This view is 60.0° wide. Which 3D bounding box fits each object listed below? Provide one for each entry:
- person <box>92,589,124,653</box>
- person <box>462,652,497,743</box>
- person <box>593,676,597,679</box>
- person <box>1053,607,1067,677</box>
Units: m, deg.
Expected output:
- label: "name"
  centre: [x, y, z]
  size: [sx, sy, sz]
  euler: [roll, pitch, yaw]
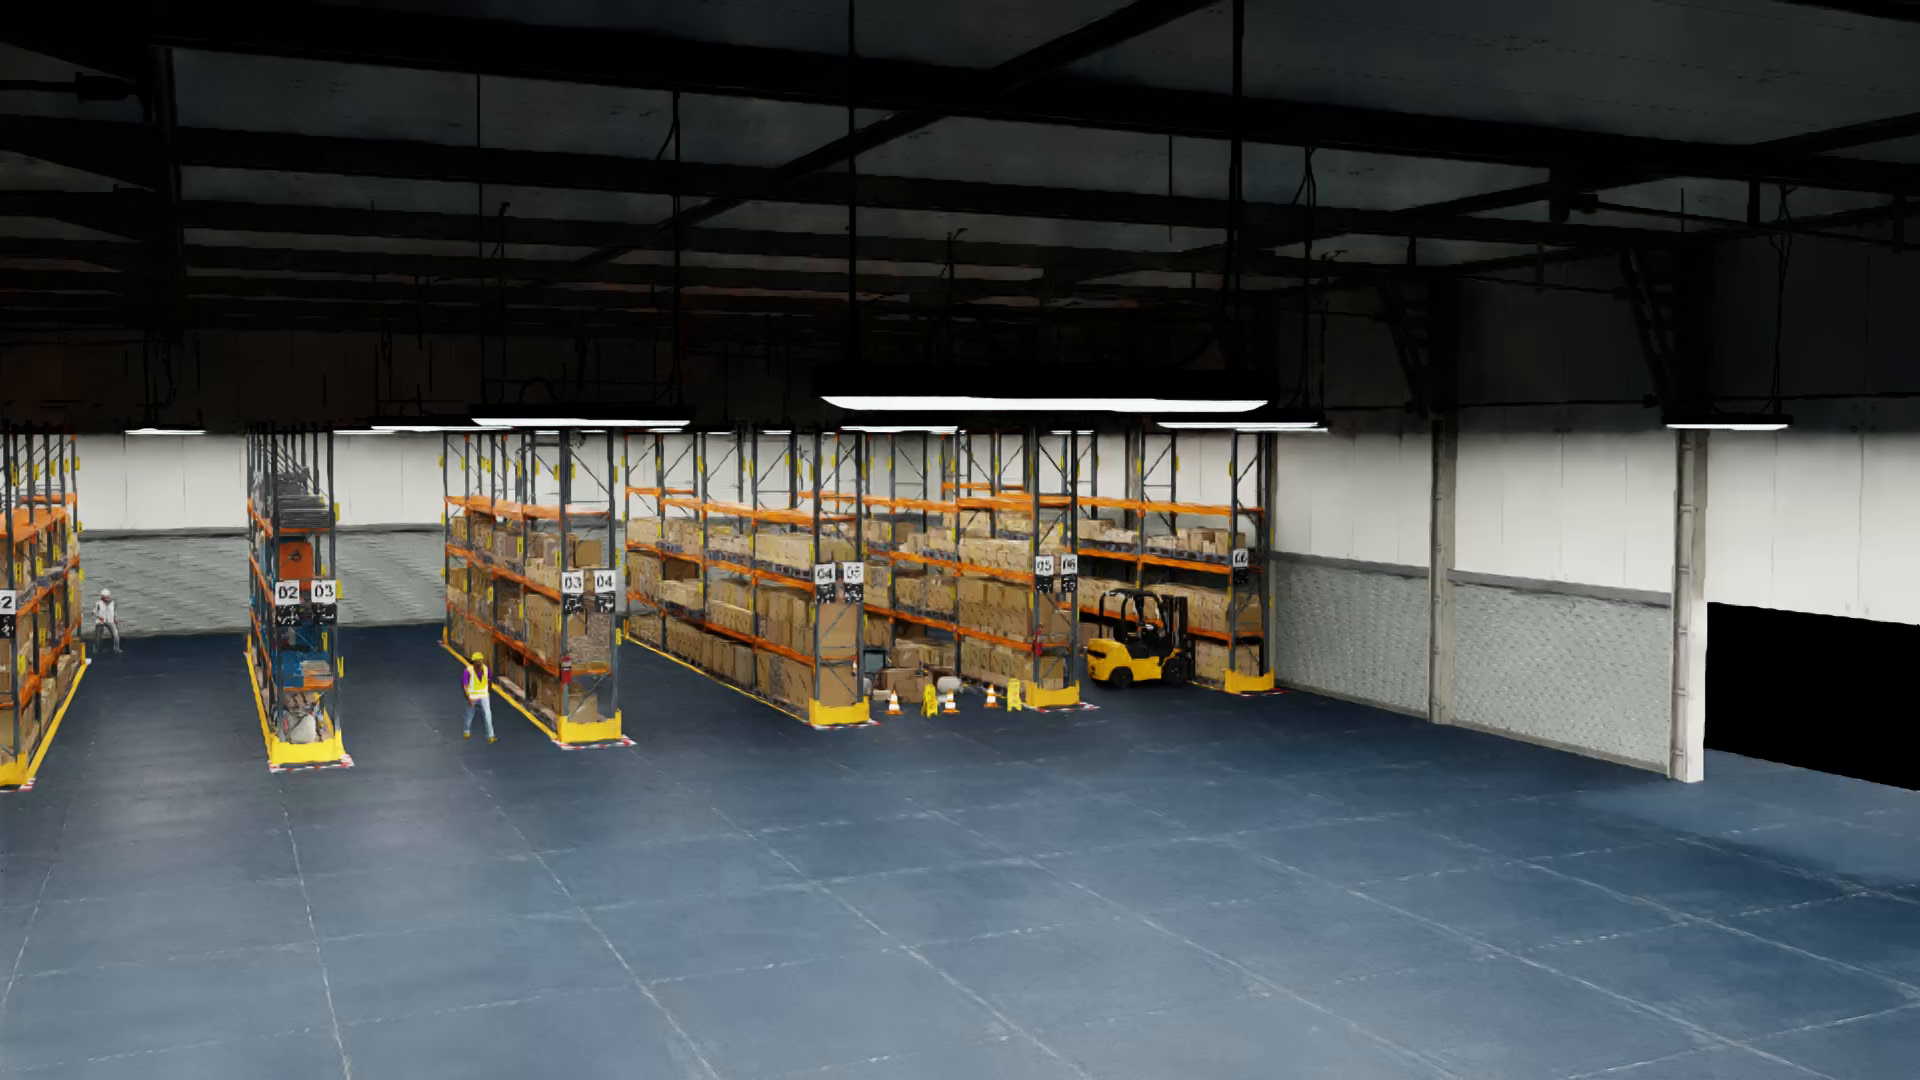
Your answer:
- label: "person"
  centre: [-22.475, 2.130, 43.734]
  size: [0.682, 1.714, 0.844]
  euler: [-3, 5, -42]
- label: "person"
  centre: [-9.014, 2.922, 31.067]
  size: [0.598, 1.690, 1.094]
  euler: [-2, 4, -34]
- label: "person"
  centre: [-8.621, 2.488, 39.321]
  size: [0.416, 1.512, 1.039]
  euler: [-2, 4, -26]
- label: "person"
  centre: [2.282, 2.410, 39.461]
  size: [0.544, 1.665, 0.572]
  euler: [0, 4, 7]
